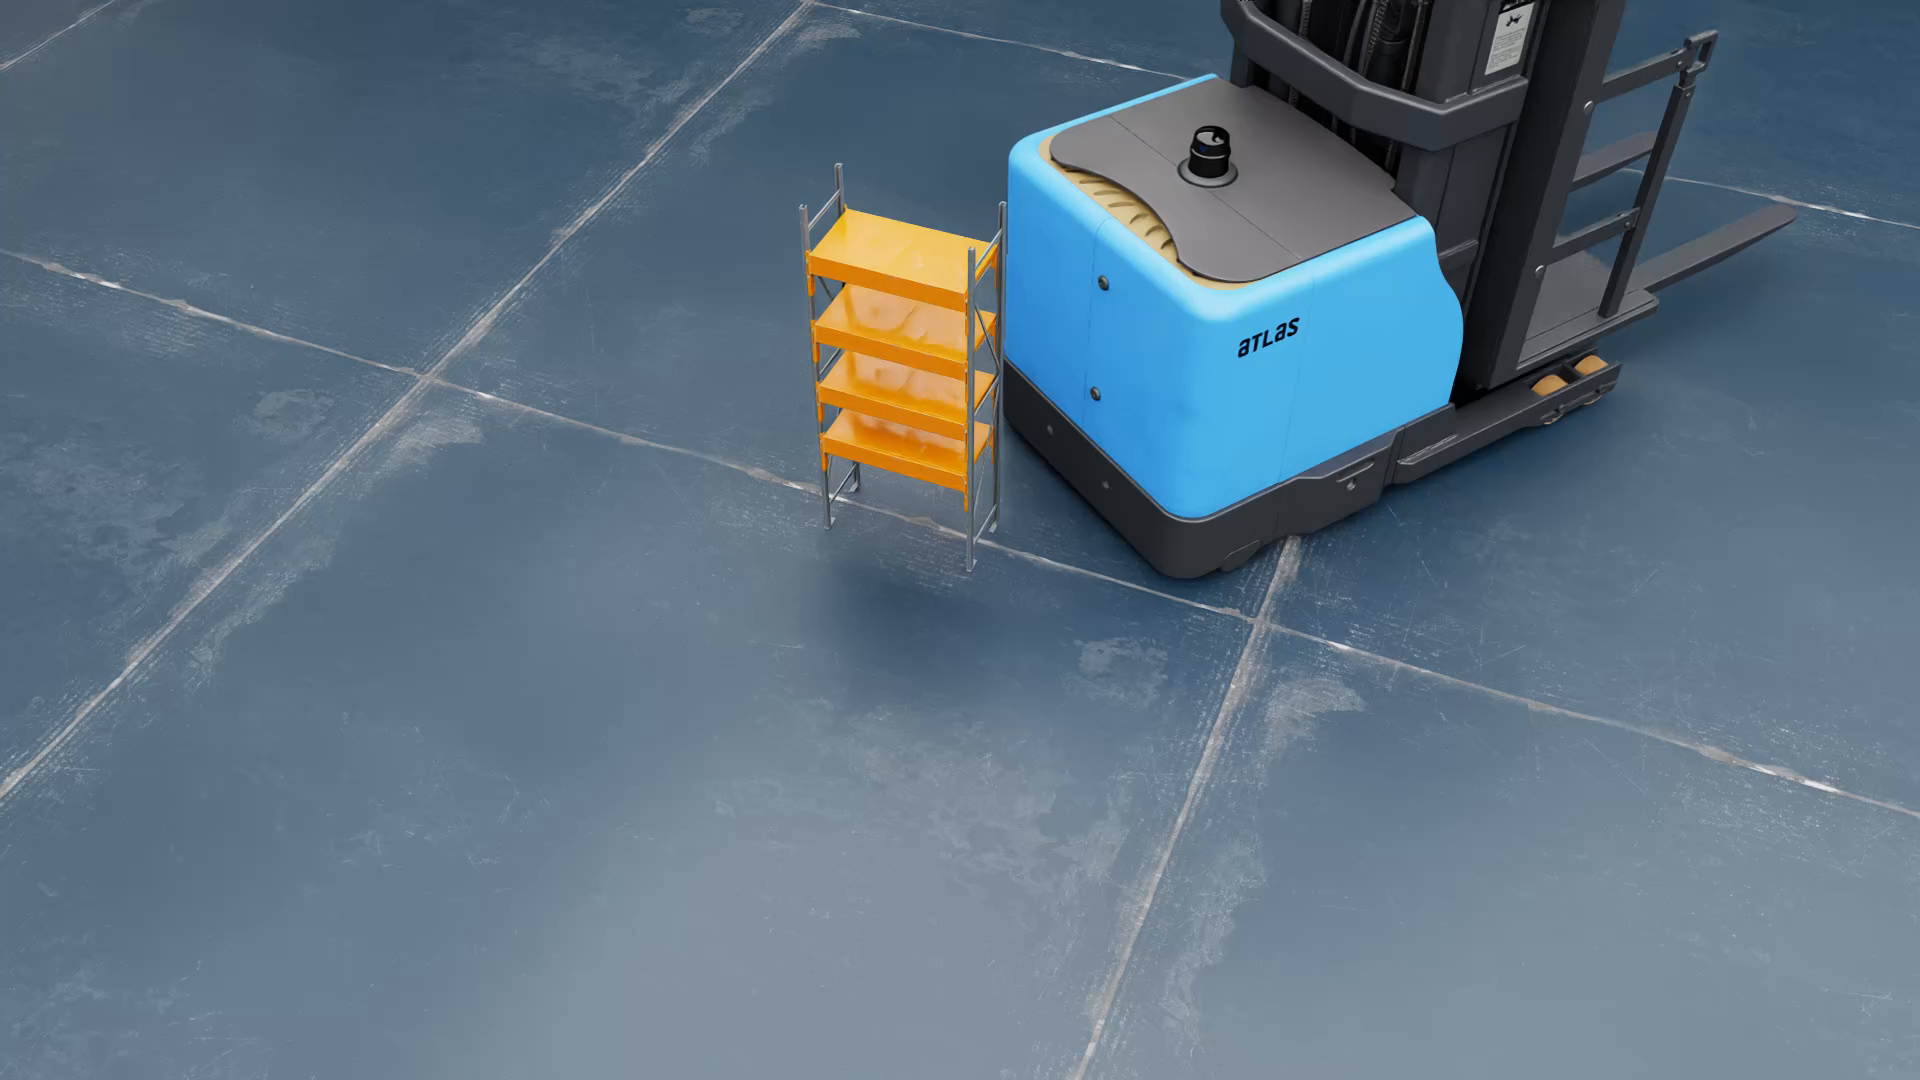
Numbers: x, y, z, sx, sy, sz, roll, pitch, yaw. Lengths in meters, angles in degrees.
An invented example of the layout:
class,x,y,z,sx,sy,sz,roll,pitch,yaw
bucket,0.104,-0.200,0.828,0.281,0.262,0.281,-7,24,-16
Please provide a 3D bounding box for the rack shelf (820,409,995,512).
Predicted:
class,x,y,z,sx,sy,sz,roll,pitch,yaw
rack shelf,-0.153,-0.282,5.059,0.480,0.148,0.258,16,47,16

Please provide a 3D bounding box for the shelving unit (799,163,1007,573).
class,x,y,z,sx,sy,sz,roll,pitch,yaw
shelving unit,-0.153,-0.470,4.872,0.503,1.200,0.258,16,47,16

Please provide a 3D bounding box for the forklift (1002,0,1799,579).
class,x,y,z,sx,sy,sz,roll,pitch,yaw
forklift,1.649,-1.724,4.905,3.031,2.935,1.130,-24,50,-22

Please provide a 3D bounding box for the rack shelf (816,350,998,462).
class,x,y,z,sx,sy,sz,roll,pitch,yaw
rack shelf,-0.153,-0.423,4.919,0.480,0.148,0.258,16,47,16

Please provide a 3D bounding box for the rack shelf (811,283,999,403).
class,x,y,z,sx,sy,sz,roll,pitch,yaw
rack shelf,-0.153,-0.581,4.762,0.480,0.148,0.258,16,47,16

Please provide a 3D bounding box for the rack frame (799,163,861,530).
class,x,y,z,sx,sy,sz,roll,pitch,yaw
rack frame,-0.378,-0.537,4.939,0.015,1.200,0.240,16,47,16

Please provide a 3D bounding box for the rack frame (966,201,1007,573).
class,x,y,z,sx,sy,sz,roll,pitch,yaw
rack frame,0.072,-0.404,4.805,0.015,1.200,0.240,16,47,16

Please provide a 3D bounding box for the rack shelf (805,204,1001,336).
class,x,y,z,sx,sy,sz,roll,pitch,yaw
rack shelf,-0.153,-0.749,4.595,0.480,0.148,0.258,16,47,16
